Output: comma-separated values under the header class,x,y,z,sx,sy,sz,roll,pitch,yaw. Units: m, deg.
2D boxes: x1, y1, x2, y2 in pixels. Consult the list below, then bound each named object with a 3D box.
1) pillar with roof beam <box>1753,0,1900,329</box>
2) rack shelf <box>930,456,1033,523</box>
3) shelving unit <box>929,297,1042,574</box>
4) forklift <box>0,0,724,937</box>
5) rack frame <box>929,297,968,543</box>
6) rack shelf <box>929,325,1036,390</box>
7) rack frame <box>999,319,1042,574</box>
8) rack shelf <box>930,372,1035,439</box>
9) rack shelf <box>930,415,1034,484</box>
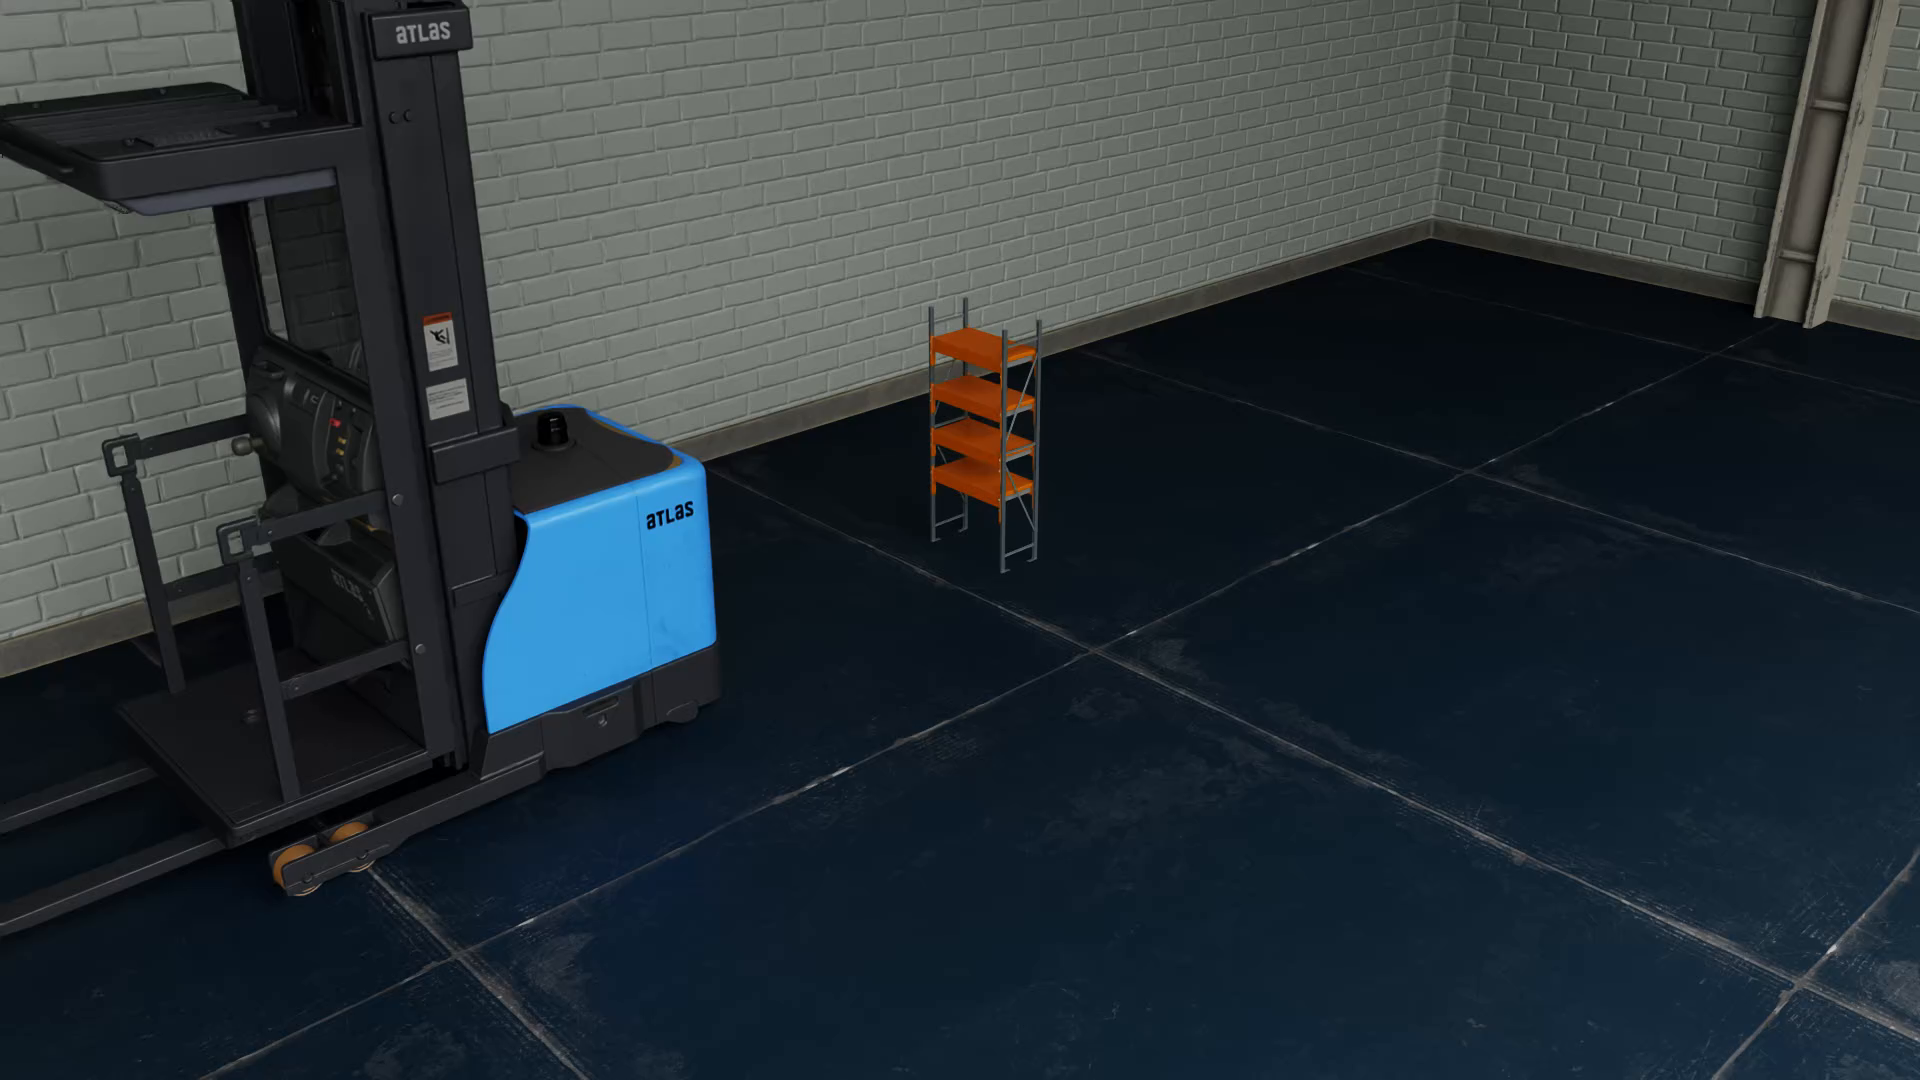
class,x,y,z,sx,sy,sz,roll,pitch,yaw
pillar with roof beam,2.680,-4.429,7.117,9.100,9.000,0.400,-21,32,-38
rack shelf,0.113,-0.254,8.001,0.258,0.148,0.480,-21,32,-38
shelving unit,0.113,-0.496,7.891,0.258,1.200,0.503,-21,32,-38
forklift,-2.368,-0.376,5.542,3.031,2.935,1.130,-22,32,-39
rack frame,-0.054,-0.570,8.053,0.240,1.200,0.015,-21,32,-38
rack shelf,0.113,-0.853,7.728,0.258,0.148,0.480,-21,32,-38
rack frame,0.280,-0.422,7.729,0.240,1.200,0.015,-21,32,-38
rack shelf,0.113,-0.638,7.826,0.258,0.148,0.480,-21,32,-38
rack shelf,0.113,-0.435,7.919,0.258,0.148,0.480,-21,32,-38
